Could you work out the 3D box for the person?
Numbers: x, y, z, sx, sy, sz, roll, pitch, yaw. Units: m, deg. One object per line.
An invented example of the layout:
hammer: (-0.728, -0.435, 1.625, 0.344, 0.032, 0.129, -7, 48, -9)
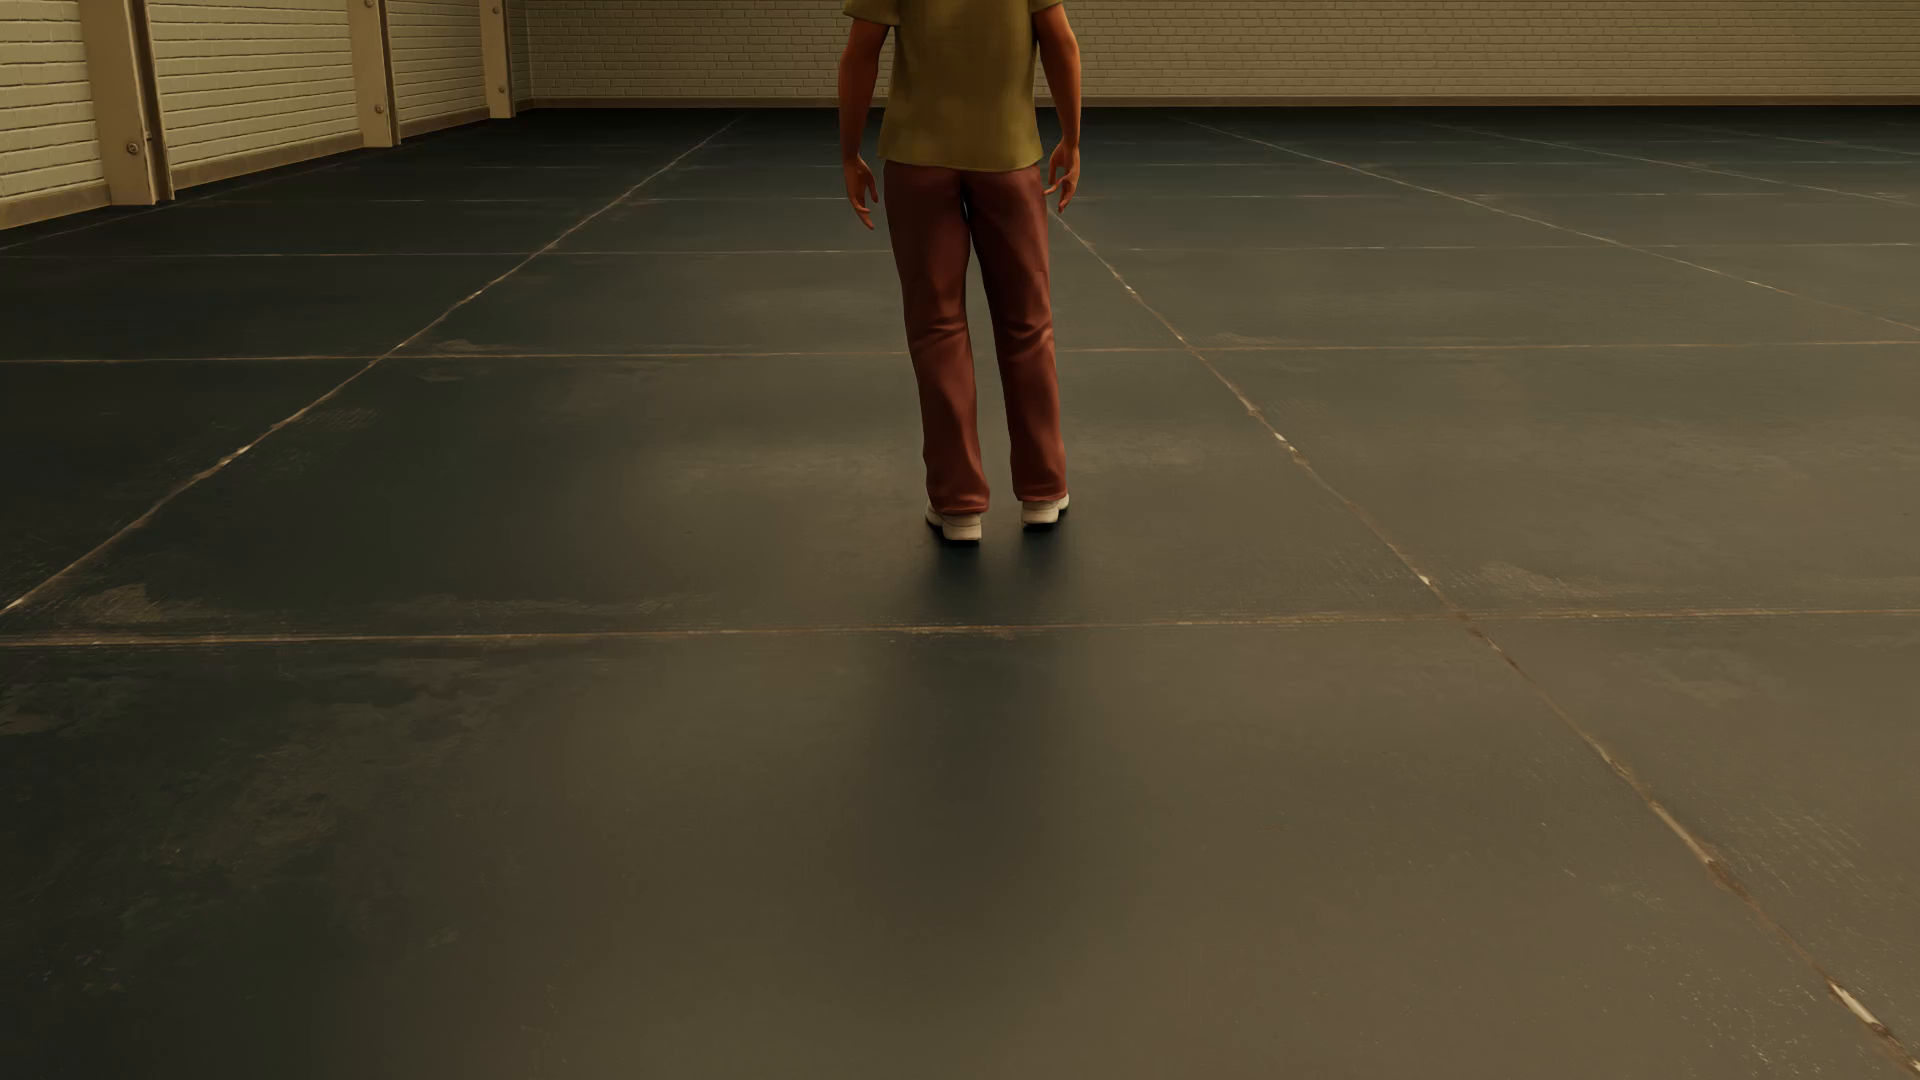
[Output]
person: (0.008, -0.830, 3.742, 0.553, 1.675, 0.549, -1, 17, -3)
